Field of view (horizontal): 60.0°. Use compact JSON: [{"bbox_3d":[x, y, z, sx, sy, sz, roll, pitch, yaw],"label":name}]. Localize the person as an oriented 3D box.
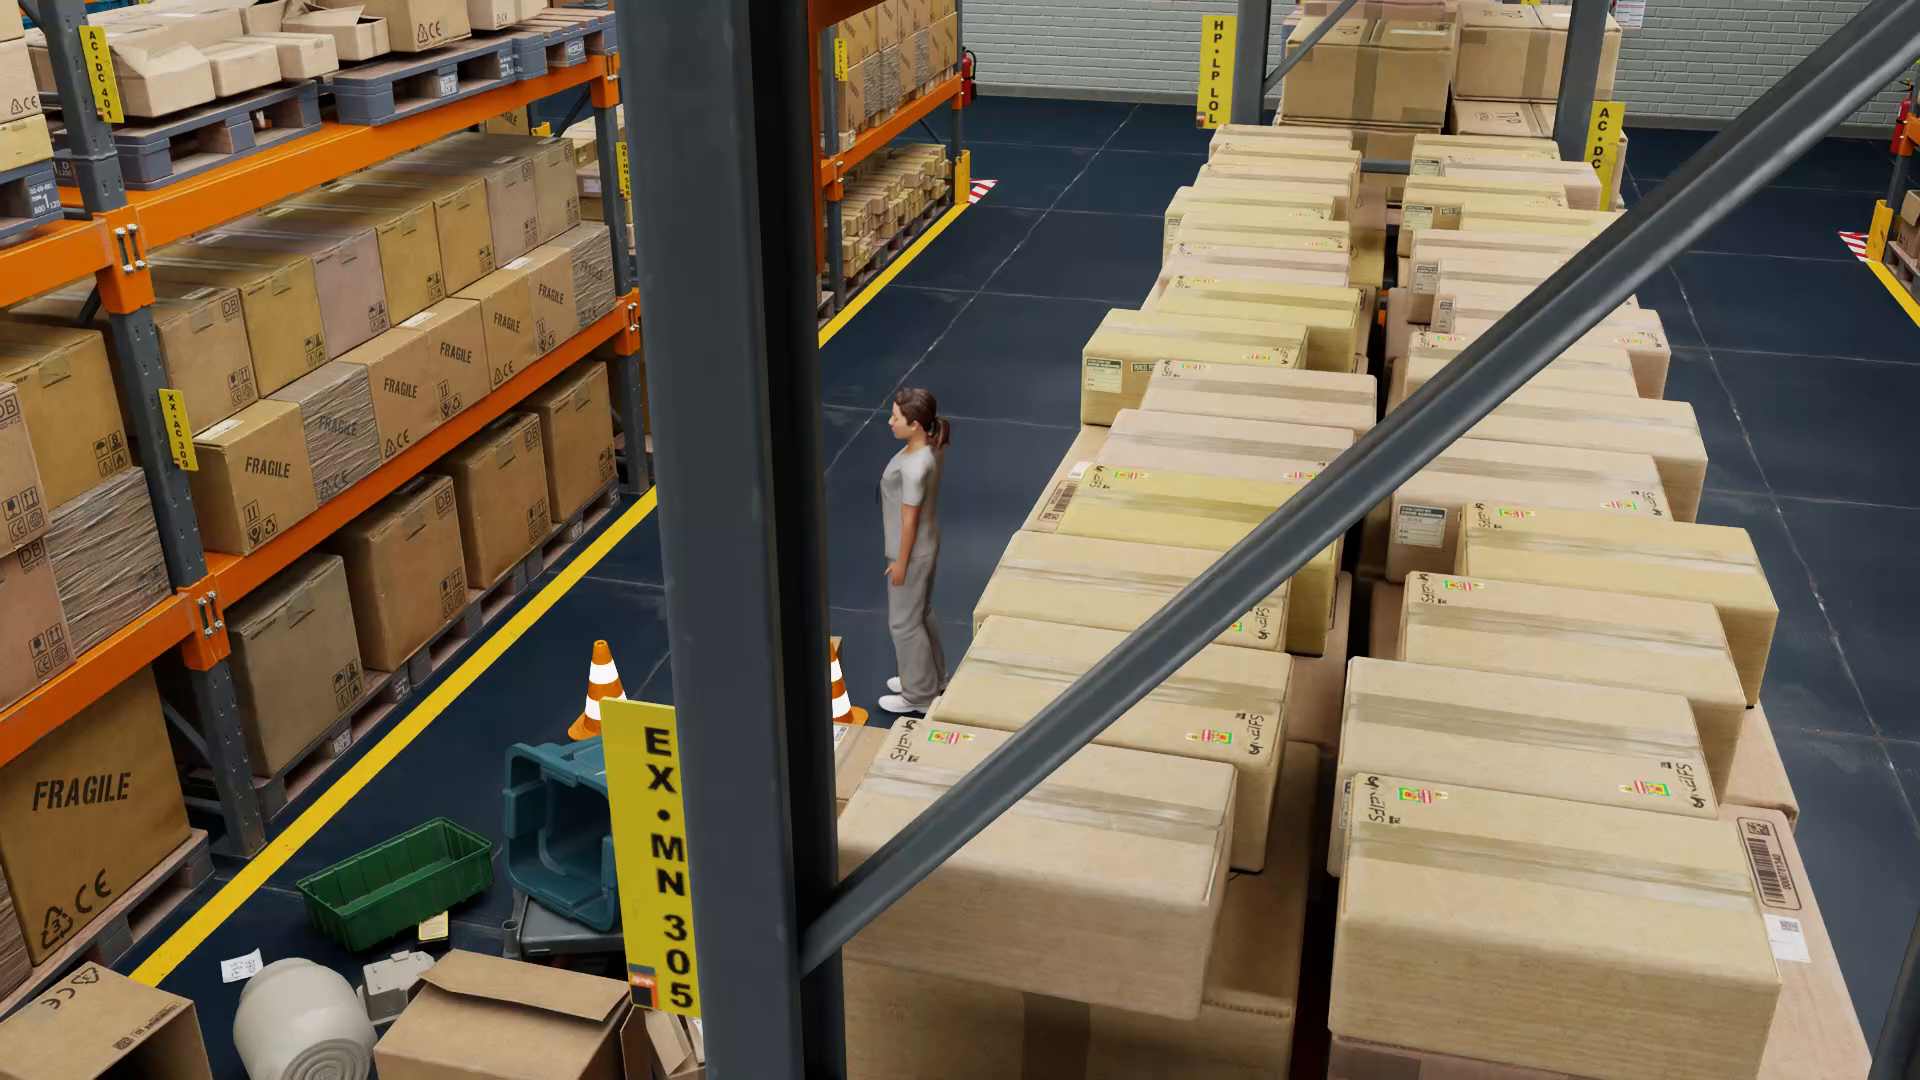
[{"bbox_3d":[-0.215,0.056,8.006,0.362,1.674,0.437,3,26,6],"label":"person"}]
